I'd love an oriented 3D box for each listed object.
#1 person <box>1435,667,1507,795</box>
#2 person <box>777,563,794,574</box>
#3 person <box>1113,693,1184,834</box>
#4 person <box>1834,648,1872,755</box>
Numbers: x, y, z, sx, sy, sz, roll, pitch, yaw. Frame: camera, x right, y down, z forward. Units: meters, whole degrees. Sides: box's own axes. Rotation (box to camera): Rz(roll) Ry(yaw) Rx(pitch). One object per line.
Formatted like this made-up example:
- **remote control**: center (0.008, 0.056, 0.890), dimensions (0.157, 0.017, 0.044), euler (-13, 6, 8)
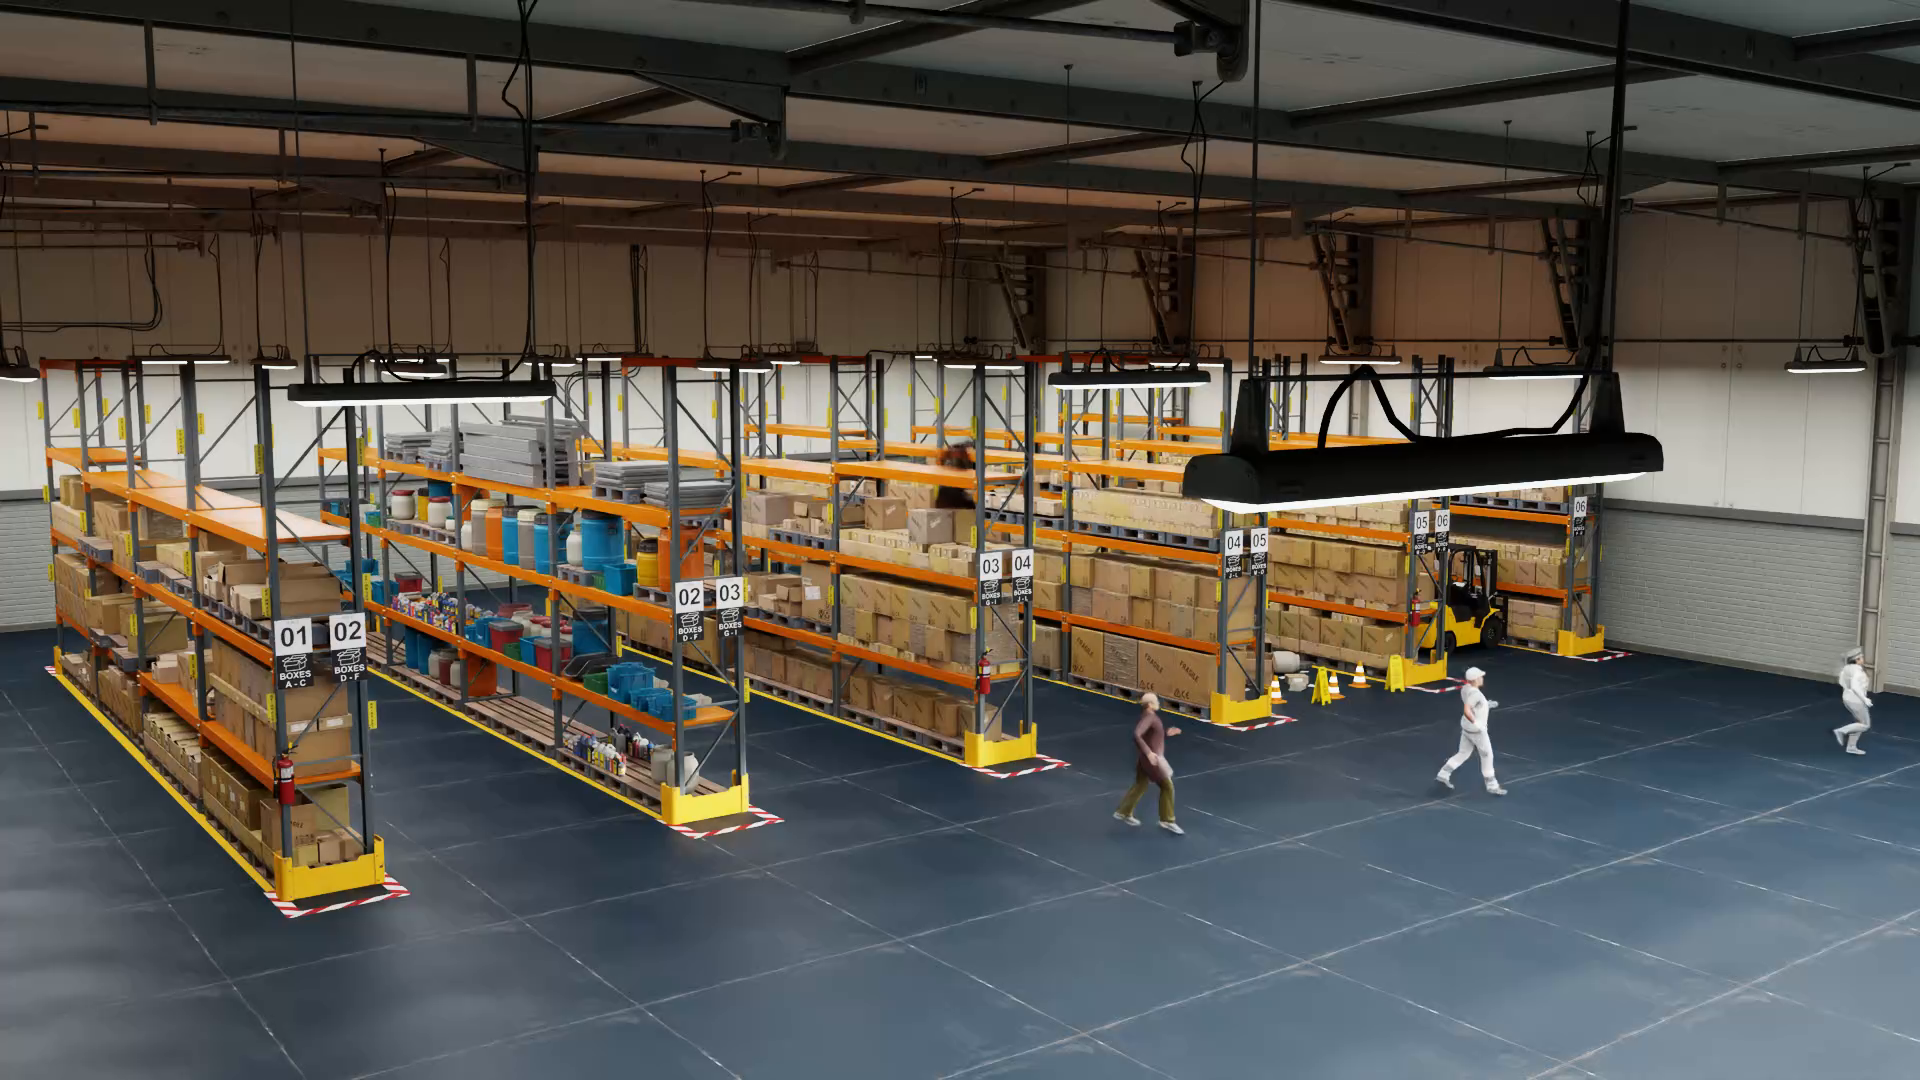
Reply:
- **person**: center (7.133, 2.646, 23.082), dimensions (0.991, 1.781, 0.659), euler (-1, 7, -6)
- **person**: center (-4.381, 0.384, 42.433), dimensions (0.578, 1.733, 0.715), euler (-6, 9, -40)
- **person**: center (2.431, 2.875, 21.407), dimensions (0.903, 1.837, 0.681), euler (-1, 7, -7)
- **person**: center (13.665, 2.467, 25.468), dimensions (0.555, 1.657, 0.615), euler (1, 7, 5)
